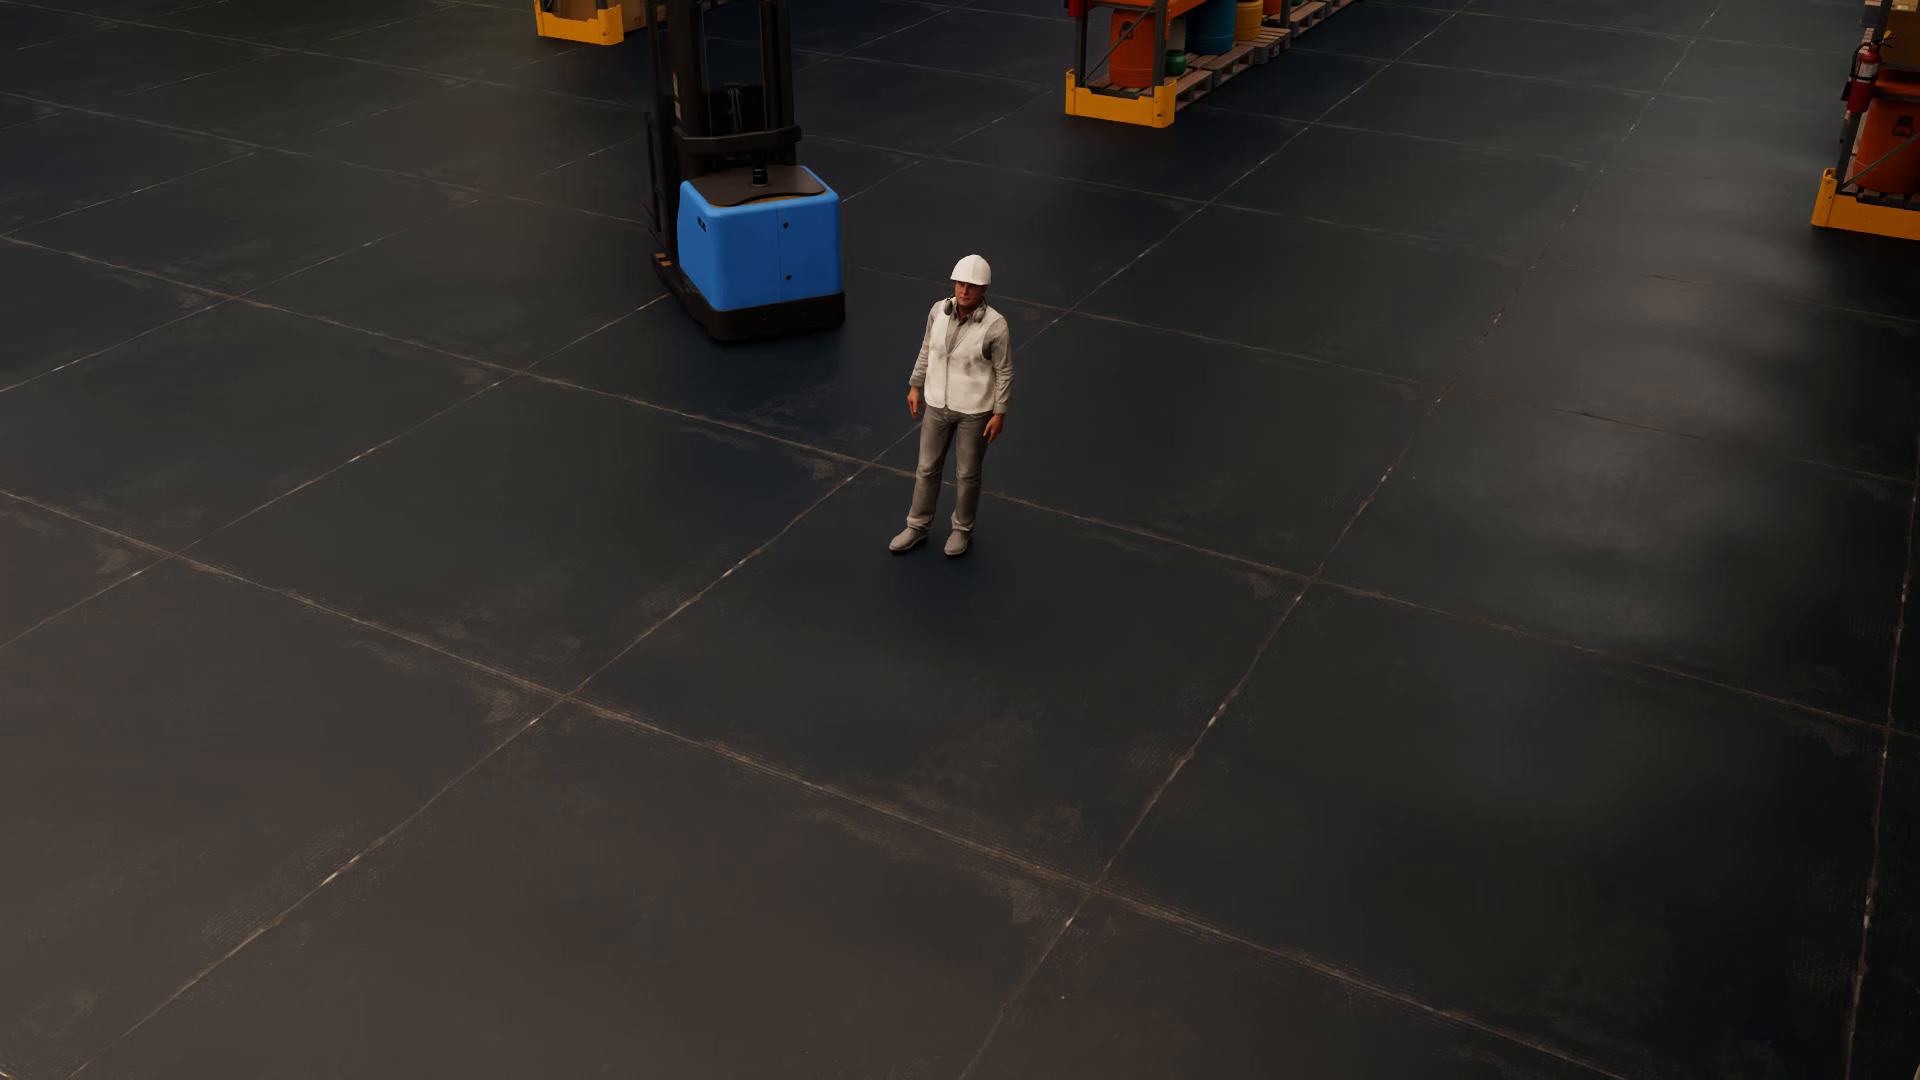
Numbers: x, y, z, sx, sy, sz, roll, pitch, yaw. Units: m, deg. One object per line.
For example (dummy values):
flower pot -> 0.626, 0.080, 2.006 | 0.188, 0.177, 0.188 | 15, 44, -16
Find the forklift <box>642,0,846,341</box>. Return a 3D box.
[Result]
forklift -> -1.924, -3.477, 13.095 | 1.130, 2.935, 3.031 | -12, 32, -20

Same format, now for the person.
person -> -0.037, -0.749, 9.511 | 0.634, 1.775, 0.566 | 15, 33, 25
